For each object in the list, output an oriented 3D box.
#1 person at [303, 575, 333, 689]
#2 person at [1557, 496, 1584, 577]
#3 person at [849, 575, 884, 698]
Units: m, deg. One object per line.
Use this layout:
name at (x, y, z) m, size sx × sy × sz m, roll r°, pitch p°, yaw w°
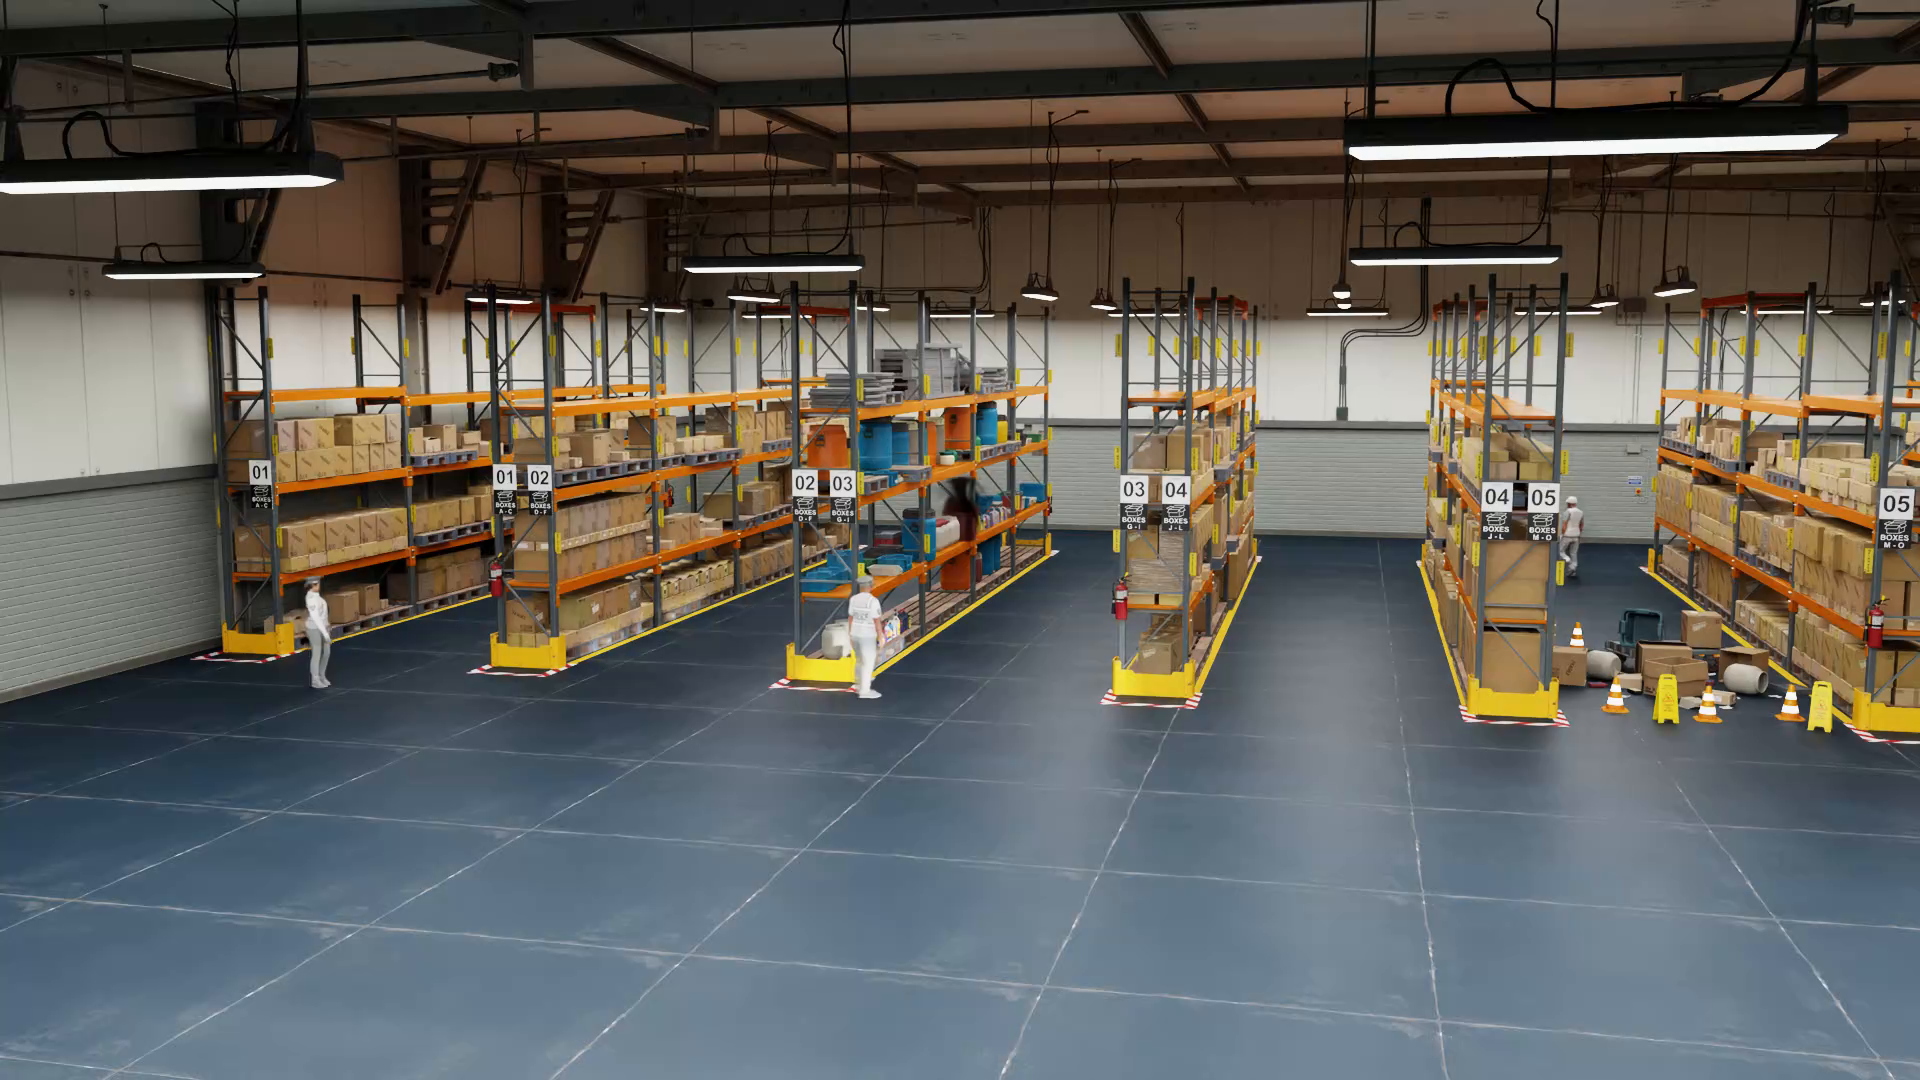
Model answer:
person at (-9.484, 1.373, 24.648) m, size 0.480 × 1.714 × 0.550 m, roll 1°, pitch 7°, yaw 5°
person at (13.383, -0.069, 36.427) m, size 0.716 × 1.792 × 0.525 m, roll -3°, pitch 7°, yaw -22°
person at (-1.315, 1.395, 23.899) m, size 0.473 × 1.768 × 0.570 m, roll -5°, pitch 8°, yaw -34°
